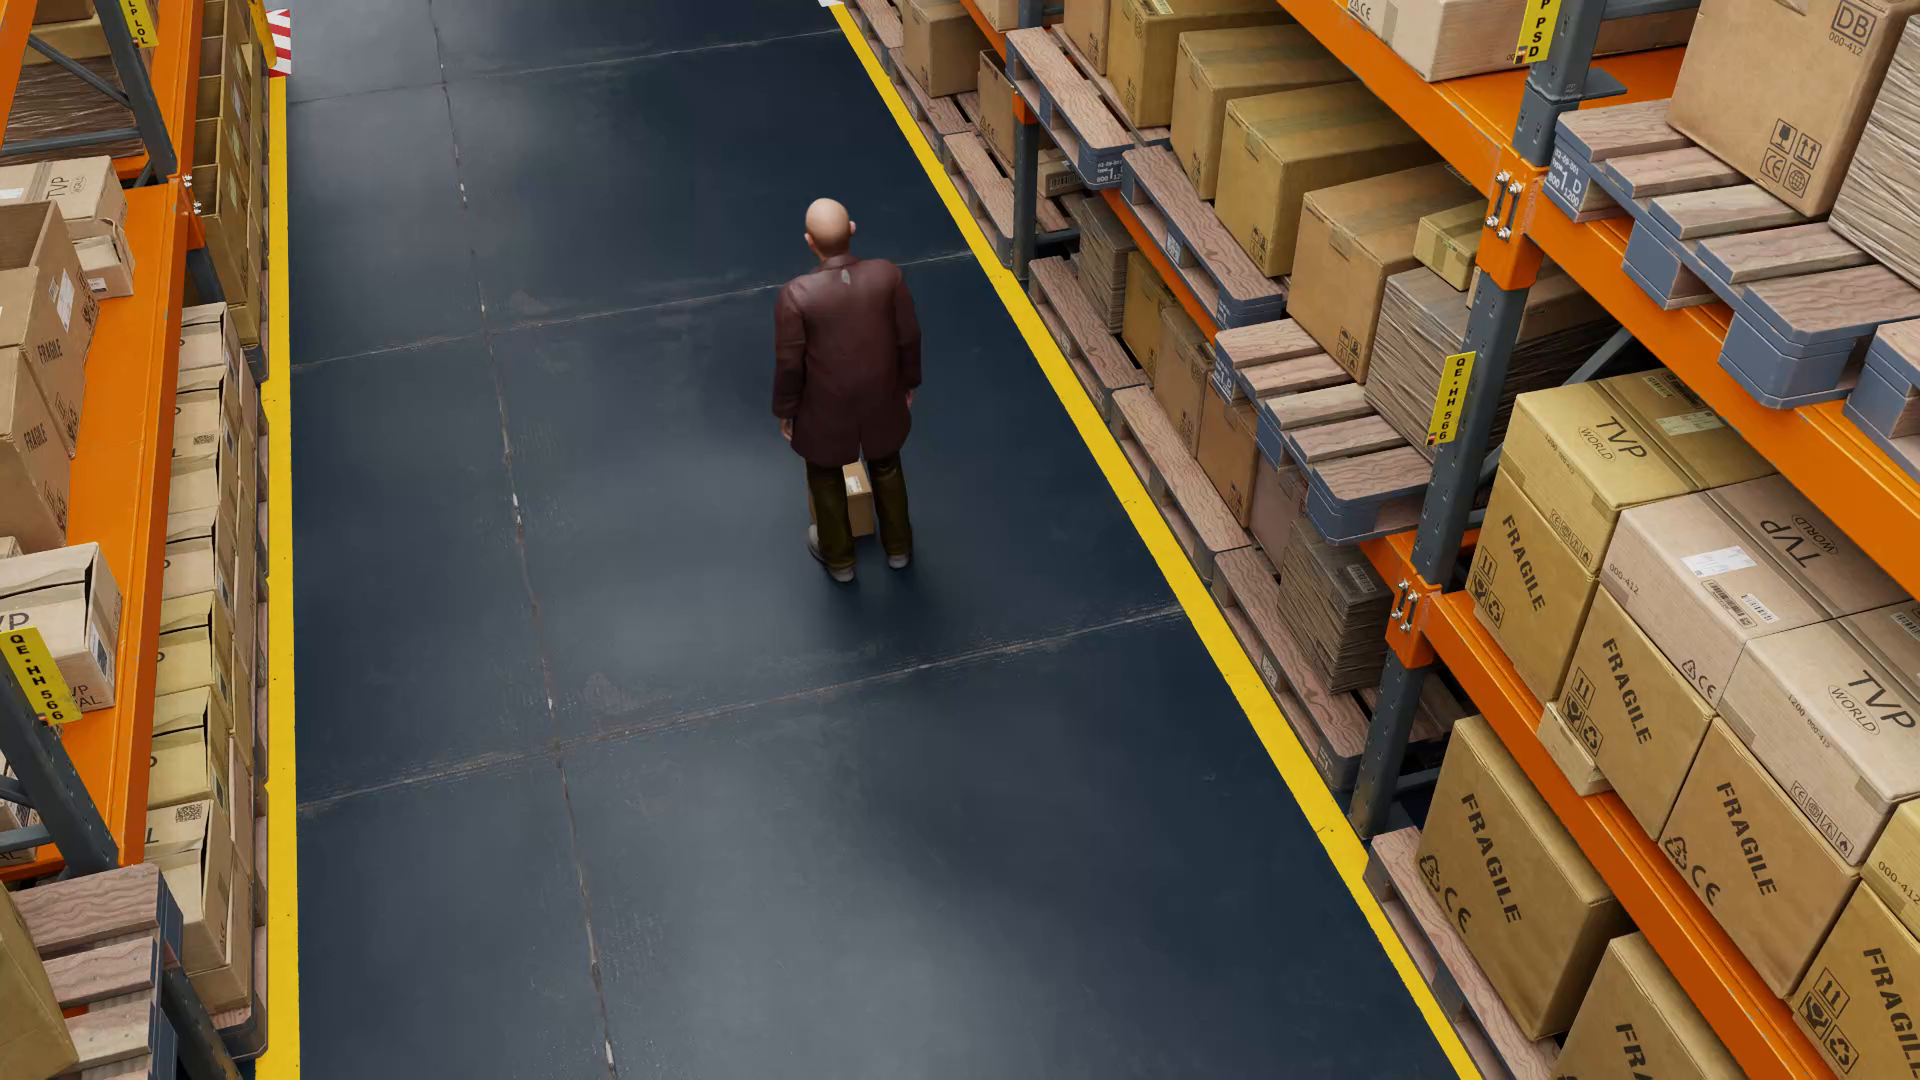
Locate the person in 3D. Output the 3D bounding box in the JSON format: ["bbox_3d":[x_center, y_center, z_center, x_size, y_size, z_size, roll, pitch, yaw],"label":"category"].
[{"bbox_3d":[-0.464,-0.589,6.834,0.644,1.772,0.429,-14,44,-15],"label":"person"}]
